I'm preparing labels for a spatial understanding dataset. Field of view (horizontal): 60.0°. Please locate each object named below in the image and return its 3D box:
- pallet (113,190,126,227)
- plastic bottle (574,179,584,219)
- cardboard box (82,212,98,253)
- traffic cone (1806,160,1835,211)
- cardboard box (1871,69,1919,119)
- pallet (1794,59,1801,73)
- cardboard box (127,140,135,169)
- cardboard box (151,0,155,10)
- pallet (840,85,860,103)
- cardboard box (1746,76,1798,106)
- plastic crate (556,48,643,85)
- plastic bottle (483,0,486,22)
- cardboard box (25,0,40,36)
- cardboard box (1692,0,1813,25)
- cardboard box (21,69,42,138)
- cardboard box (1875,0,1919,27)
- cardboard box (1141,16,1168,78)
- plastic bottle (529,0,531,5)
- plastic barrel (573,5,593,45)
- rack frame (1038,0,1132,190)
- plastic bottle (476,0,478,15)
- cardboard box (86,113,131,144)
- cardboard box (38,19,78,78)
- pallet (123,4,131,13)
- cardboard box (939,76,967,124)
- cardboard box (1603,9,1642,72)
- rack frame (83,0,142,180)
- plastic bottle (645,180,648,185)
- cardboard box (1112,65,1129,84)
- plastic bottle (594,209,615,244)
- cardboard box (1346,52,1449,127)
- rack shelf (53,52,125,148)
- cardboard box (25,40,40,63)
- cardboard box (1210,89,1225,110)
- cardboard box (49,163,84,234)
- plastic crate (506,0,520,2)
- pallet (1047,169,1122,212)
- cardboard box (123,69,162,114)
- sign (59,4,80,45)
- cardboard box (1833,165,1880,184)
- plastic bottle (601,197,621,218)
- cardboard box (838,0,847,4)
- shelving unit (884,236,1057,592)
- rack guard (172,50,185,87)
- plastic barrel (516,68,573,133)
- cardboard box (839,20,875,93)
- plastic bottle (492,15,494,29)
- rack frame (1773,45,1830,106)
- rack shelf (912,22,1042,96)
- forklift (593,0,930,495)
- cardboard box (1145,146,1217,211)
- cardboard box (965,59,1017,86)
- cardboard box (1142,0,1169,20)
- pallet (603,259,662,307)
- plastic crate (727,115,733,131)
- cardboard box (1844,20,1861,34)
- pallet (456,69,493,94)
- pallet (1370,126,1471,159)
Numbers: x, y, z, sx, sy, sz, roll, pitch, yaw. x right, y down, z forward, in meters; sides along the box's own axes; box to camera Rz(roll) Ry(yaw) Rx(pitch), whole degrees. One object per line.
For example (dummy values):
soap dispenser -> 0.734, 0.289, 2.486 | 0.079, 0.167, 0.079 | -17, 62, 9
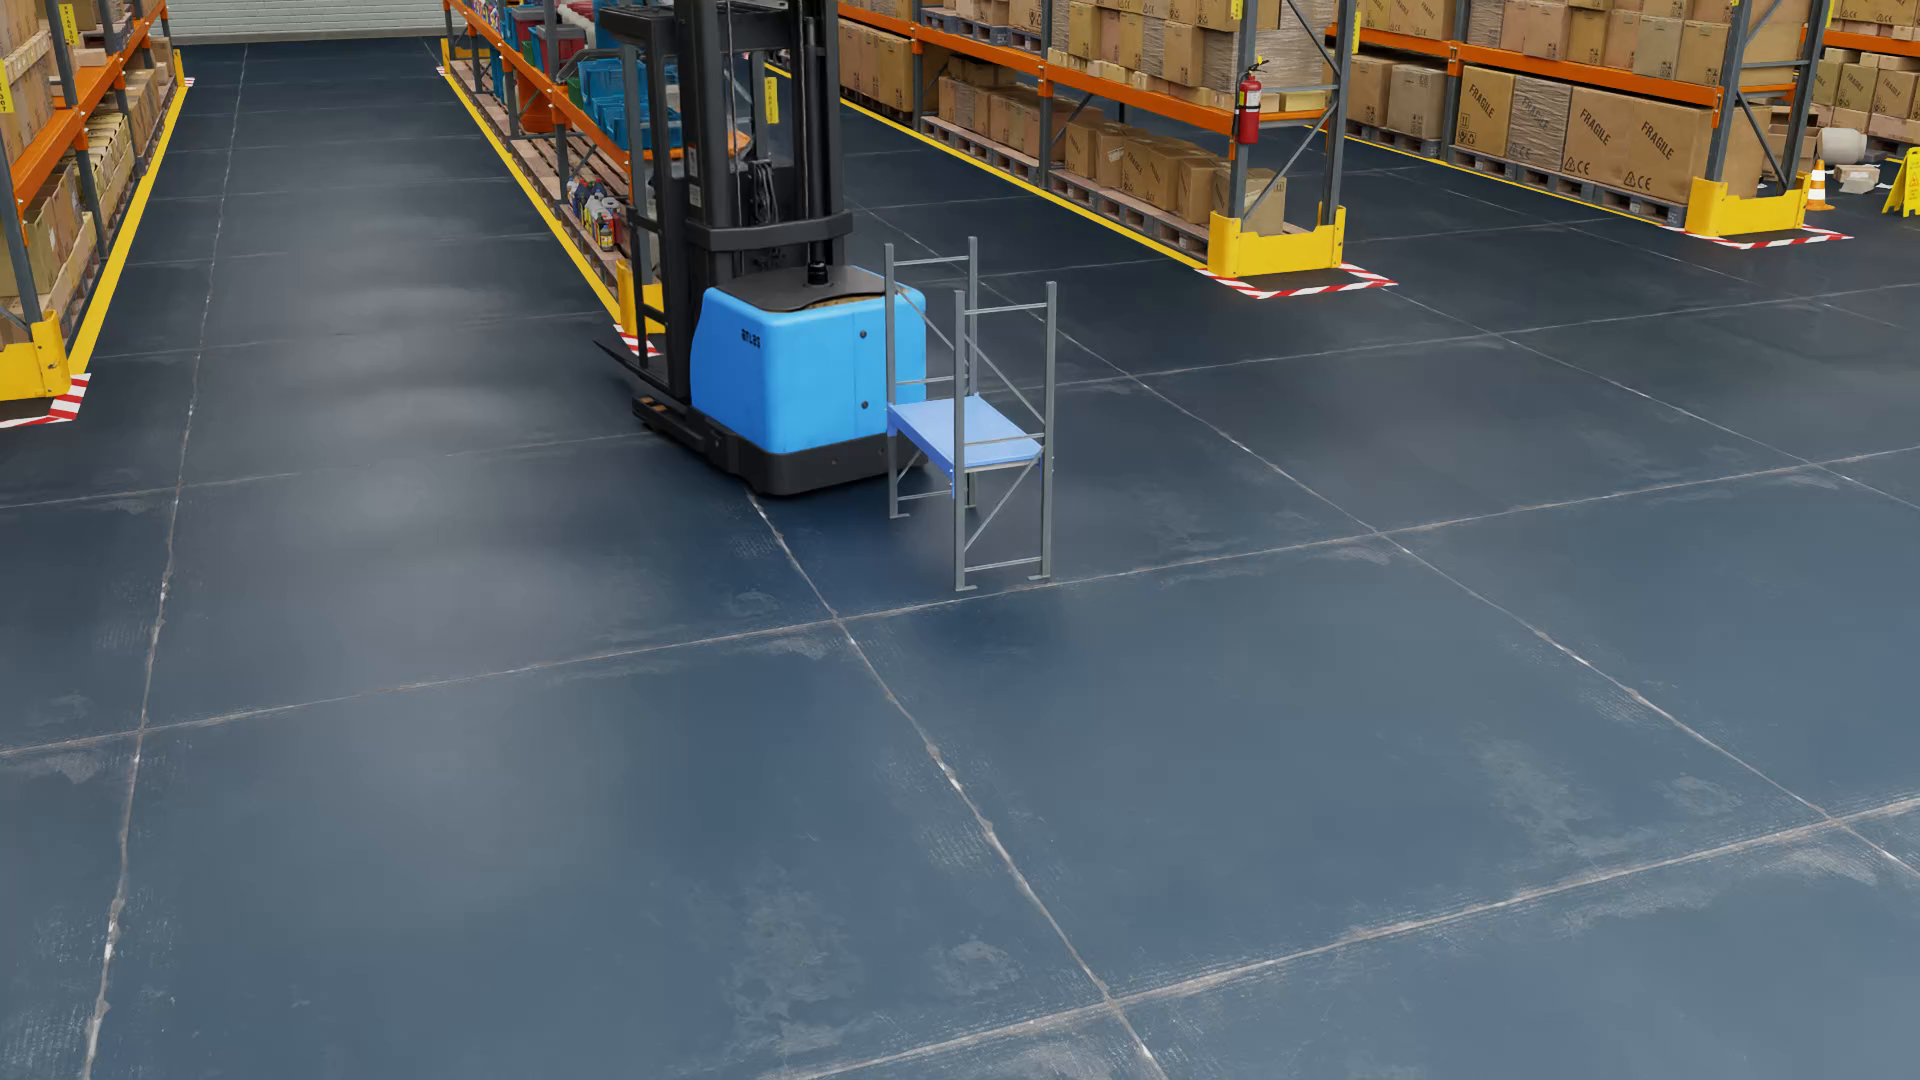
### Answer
pallet -> -8.684, -3.210, 16.094 | 1.003, 0.211, 1.213 | -8, 24, -19
plastic bottle -> -3.420, -3.098, 15.083 | 0.144, 0.351, 0.185 | -8, 24, -18
cardboard box -> -7.584, -2.576, 14.000 | 0.500, 0.250, 0.500 | -8, 24, -19
traffic cone -> 8.546, -3.555, 16.590 | 0.336, 0.463, 0.334 | -8, 24, -19
cardboard box -> 10.925, -5.145, 19.129 | 0.500, 0.500, 0.500 | -7, 24, -16
pallet -> 13.588, -7.633, 26.589 | 1.003, 0.211, 1.213 | -8, 24, -19
cardboard box -> -8.952, -4.011, 17.403 | 0.500, 0.250, 0.500 | -8, 24, -18
cardboard box -> -11.062, -7.331, 22.154 | 0.500, 0.500, 0.500 | -8, 24, -19
pallet -> -1.167, -6.498, 23.895 | 1.003, 0.211, 1.213 | -8, 24, -19
cardboard box -> 10.400, -5.679, 21.204 | 0.950, 0.372, 0.625 | -8, 24, -18
plastic crate -> -3.251, -4.230, 15.005 | 0.767, 0.338, 0.504 | -8, 24, -19
plastic bottle -> -5.878, -6.592, 20.693 | 0.097, 0.271, 0.097 | 0, 23, 0
cardboard box -> -7.790, -4.272, 13.224 | 0.700, 0.500, 0.500 | -8, 24, -19
cardboard box -> 7.310, -5.043, 15.271 | 0.875, 0.550, 0.550 | -8, 24, -19
cardboard box -> -7.424, -3.300, 12.590 | 0.700, 0.500, 0.500 | -8, 24, -18
cardboard box -> 10.846, -6.128, 18.914 | 0.500, 0.500, 0.500 | -9, 24, -19
cardboard box -> 2.136, -4.432, 14.892 | 0.875, 0.500, 0.500 | -8, 24, -19
plastic bottle -> -5.457, -6.827, 21.250 | 0.097, 0.271, 0.097 | 0, 23, 0
plastic barrel -> -3.709, -5.174, 16.988 | 0.433, 0.535, 0.433 | 0, 23, 0
rack frame -> 1.316, -5.146, 17.098 | 1.000, 3.000, 0.127 | -8, 24, -19
plastic bottle -> -6.192, -6.915, 21.460 | 0.097, 0.271, 0.097 | 0, 23, 0
cardboard box -> -8.950, -4.270, 17.297 | 0.500, 0.311, 0.500 | -8, 24, -18
cardboard box -> -8.758, -4.680, 15.864 | 0.500, 0.500, 0.500 | -10, 25, -22
pallet -> -10.599, -6.301, 20.086 | 1.003, 0.211, 1.213 | -8, 24, -19
cardboard box -> 0.159, -5.410, 20.375 | 0.700, 0.500, 0.500 | -10, 25, -22
cardboard box -> 6.937, -4.952, 16.444 | 0.875, 0.550, 0.550 | -8, 24, -19
rack frame -> -9.366, -5.242, 17.324 | 1.000, 3.000, 0.127 | -8, 24, -19
plastic bottle -> -2.955, -3.234, 15.406 | 0.144, 0.351, 0.185 | -8, 24, -19
cardboard box -> 1.653, -4.368, 15.574 | 0.380, 0.149, 0.250 | -8, 24, -19
plastic bottle -> -3.027, -2.663, 14.147 | 0.152, 0.276, 0.135 | -8, 24, -19
cardboard box -> 5.351, -5.511, 20.319 | 1.050, 0.750, 0.750 | -8, 24, -19
rack shelf -> -8.659, -4.184, 15.740 | 1.077, 0.370, 4.000 | -8, 24, -19
cardboard box -> -7.382, -3.784, 12.901 | 0.380, 0.149, 0.250 | -8, 24, -19
cardboard box -> 2.348, -3.743, 14.092 | 0.380, 0.149, 0.250 | -8, 24, -19
cardboard box -> -7.419, -2.739, 13.419 | 0.500, 0.500, 0.500 | -8, 24, -19
plastic crate -> -6.174, -7.468, 22.869 | 0.396, 0.136, 0.243 | -8, 24, -19
pallet -> 1.587, -3.622, 17.072 | 1.003, 0.211, 1.213 | -8, 24, -19
cardboard box -> -10.336, -5.606, 20.841 | 0.500, 0.500, 0.500 | -8, 24, -19
sign -> -7.434, -4.300, 13.875 | 0.100, 0.325, 0.005 | -8, 24, -19
cardboard box -> 9.648, -3.938, 17.901 | 0.380, 0.149, 0.250 | 4, 23, 9
plastic bottle -> -3.074, -2.870, 14.639 | 0.152, 0.276, 0.135 | -8, 24, -19
cardboard box -> -1.403, -7.715, 23.064 | 0.500, 0.500, 0.500 | -8, 24, -19
shelving unit -> 0.030, -0.660, 8.385 | 0.538, 1.500, 1.048 | -8, 24, -19
rack guard -> -12.165, -6.969, 24.641 | 1.175, 0.500, 0.348 | -8, 24, -19
plastic barrel -> -4.919, -5.289, 19.690 | 0.600, 0.830, 0.708 | -8, 24, -19
cardboard box -> -0.949, -6.713, 23.010 | 1.225, 0.875, 0.875 | -9, 25, -21
plastic bottle -> -5.550, -6.222, 19.906 | 0.097, 0.201, 0.097 | 0, 23, 0
rack frame -> 10.587, -6.506, 20.324 | 1.000, 3.000, 0.127 | -8, 24, -19
rack shelf -> 0.610, -5.541, 18.962 | 1.077, 0.370, 4.000 | -8, 24, -19
forklift -> -1.412, -2.115, 9.995 | 1.130, 2.935, 3.031 | -14, 27, -31
cardboard box -> 2.078, -3.406, 15.647 | 0.500, 0.500, 0.500 | -6, 24, -14
cardboard box -> 0.365, -5.565, 19.779 | 0.500, 0.250, 0.500 | -6, 23, -13
cardboard box -> 1.948, -4.866, 14.633 | 0.500, 0.500, 0.500 | -8, 24, -19
pallet -> -2.257, -2.045, 13.331 | 1.003, 0.211, 1.213 | -8, 24, -19
plastic crate -> -1.919, -3.261, 12.964 | 0.298, 0.136, 0.250 | -8, 24, -19
cardboard box -> 10.659, -6.055, 19.577 | 0.380, 0.149, 0.250 | -8, 24, -19
pallet -> -6.874, -6.794, 24.598 | 1.003, 0.211, 1.213 | -8, 24, -19
pallet -> 5.649, -4.775, 19.807 | 1.003, 0.211, 1.213 | -8, 24, -19
